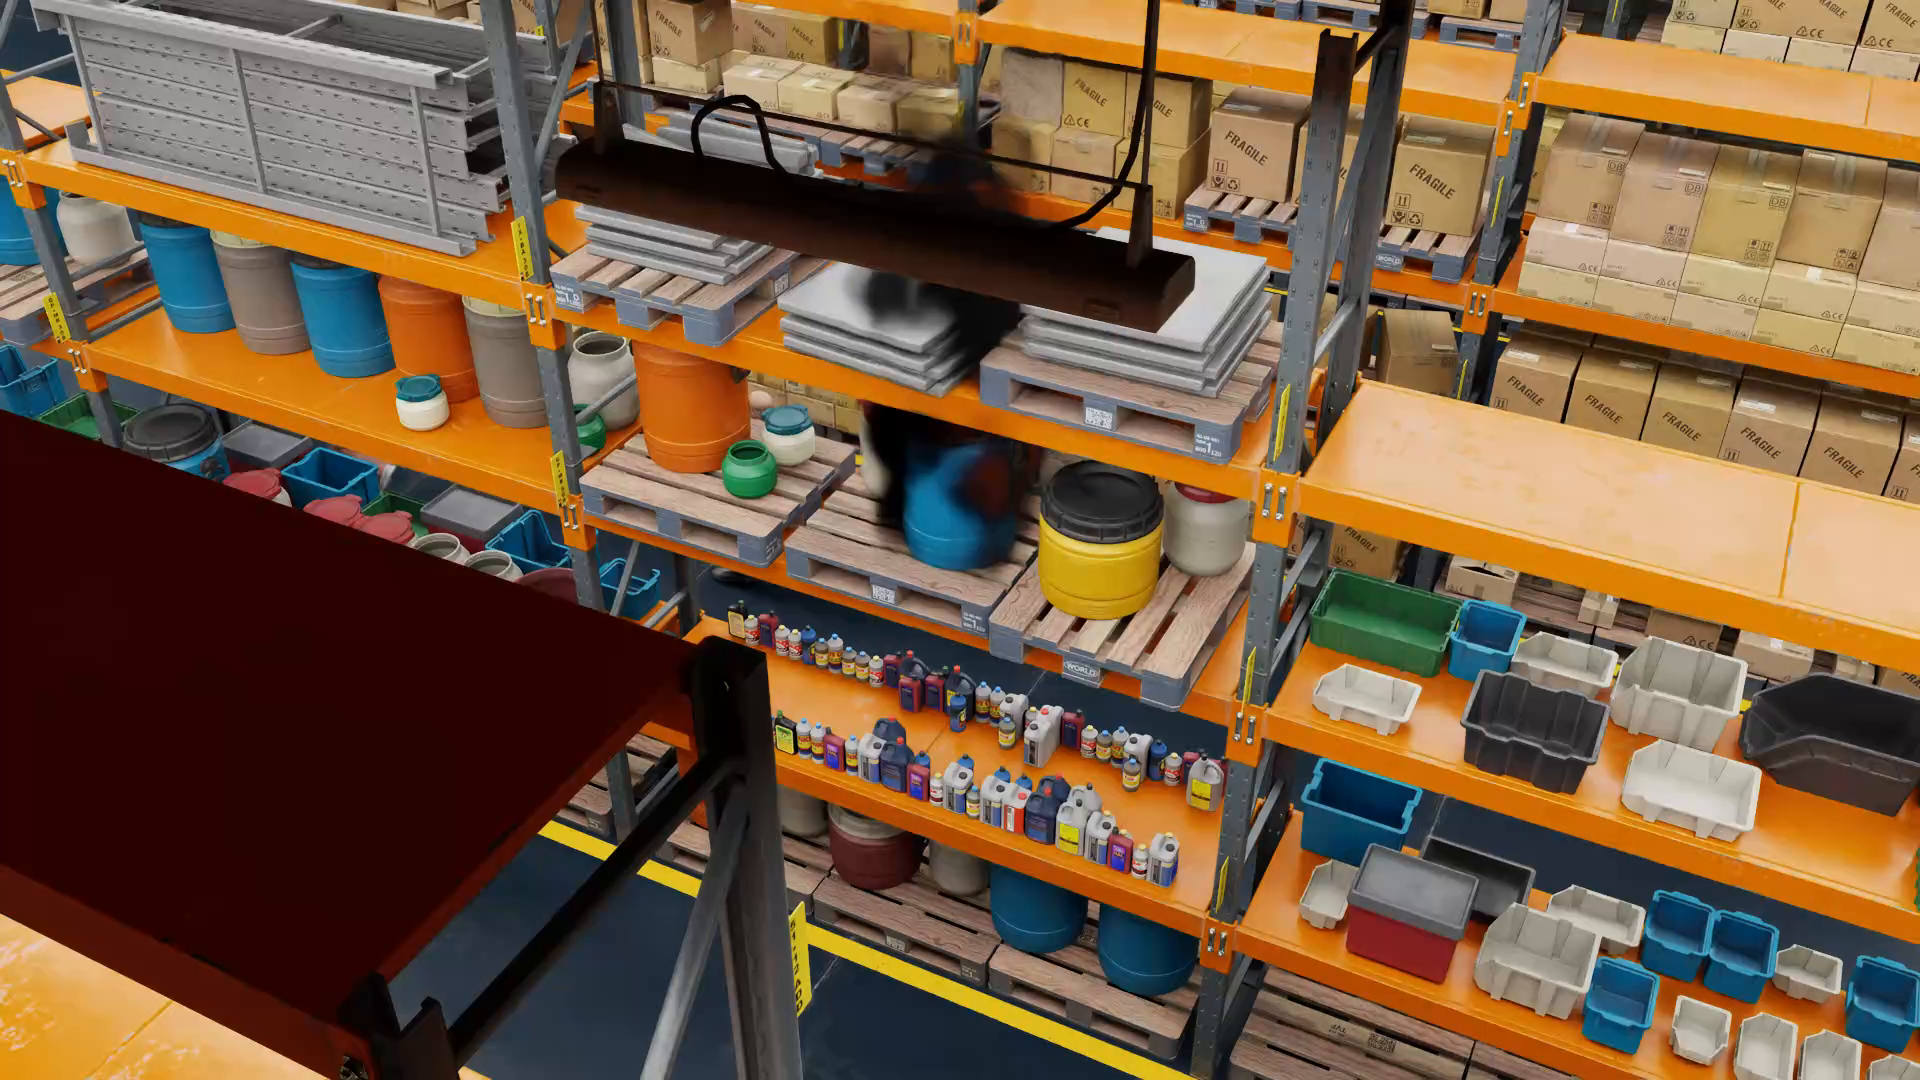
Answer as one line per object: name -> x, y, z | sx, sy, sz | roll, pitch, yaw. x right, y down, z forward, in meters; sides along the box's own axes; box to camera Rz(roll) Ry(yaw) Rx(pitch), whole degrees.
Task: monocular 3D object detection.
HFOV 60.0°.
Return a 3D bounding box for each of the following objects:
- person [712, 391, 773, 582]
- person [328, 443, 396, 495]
person -> -1.478, -0.375, 12.844 | 1.064, 1.770, 0.708 | 10, 36, 13
person -> -5.069, -1.053, 13.968 | 0.547, 1.636, 0.580 | 12, 37, 16
